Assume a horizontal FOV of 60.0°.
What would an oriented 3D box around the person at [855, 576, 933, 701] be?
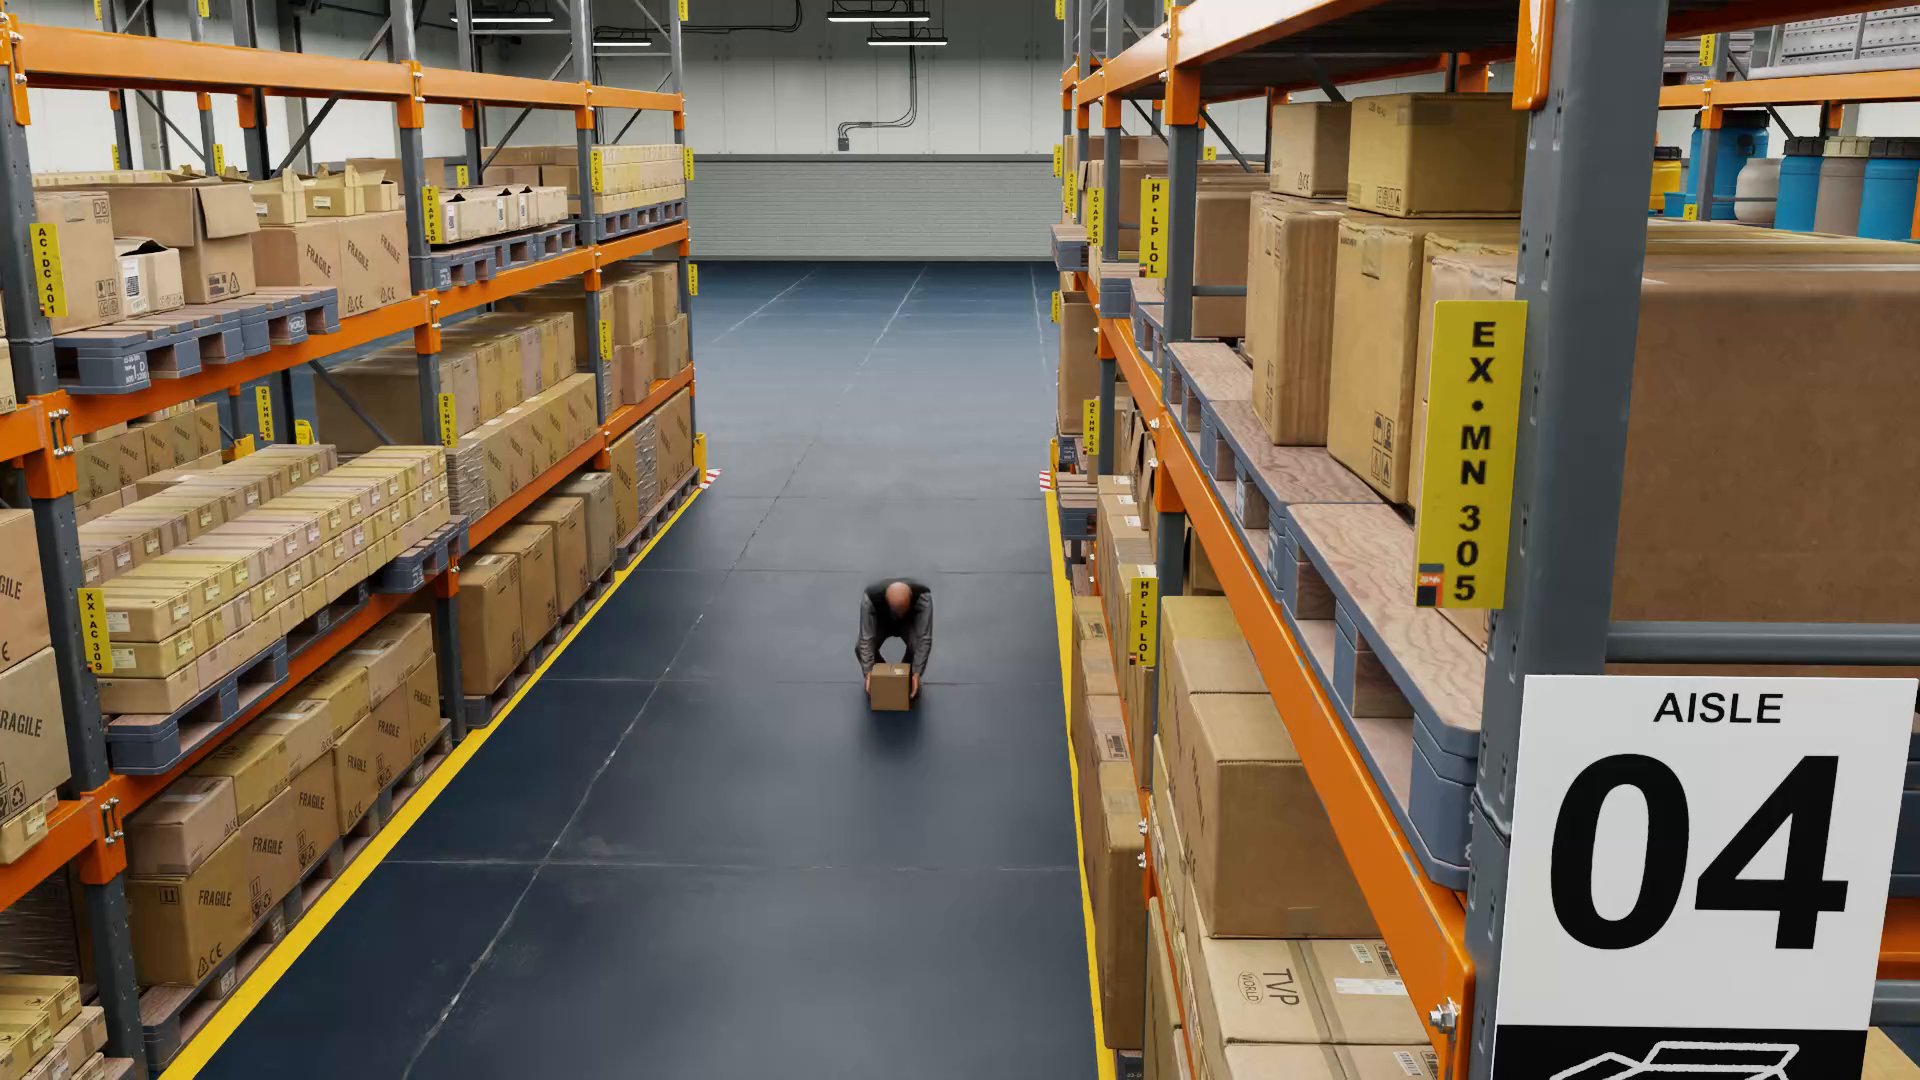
[{"bbox_3d":[-0.447,0.617,11.388,0.534,0.846,0.871,0,14,2],"label":"person"}]
